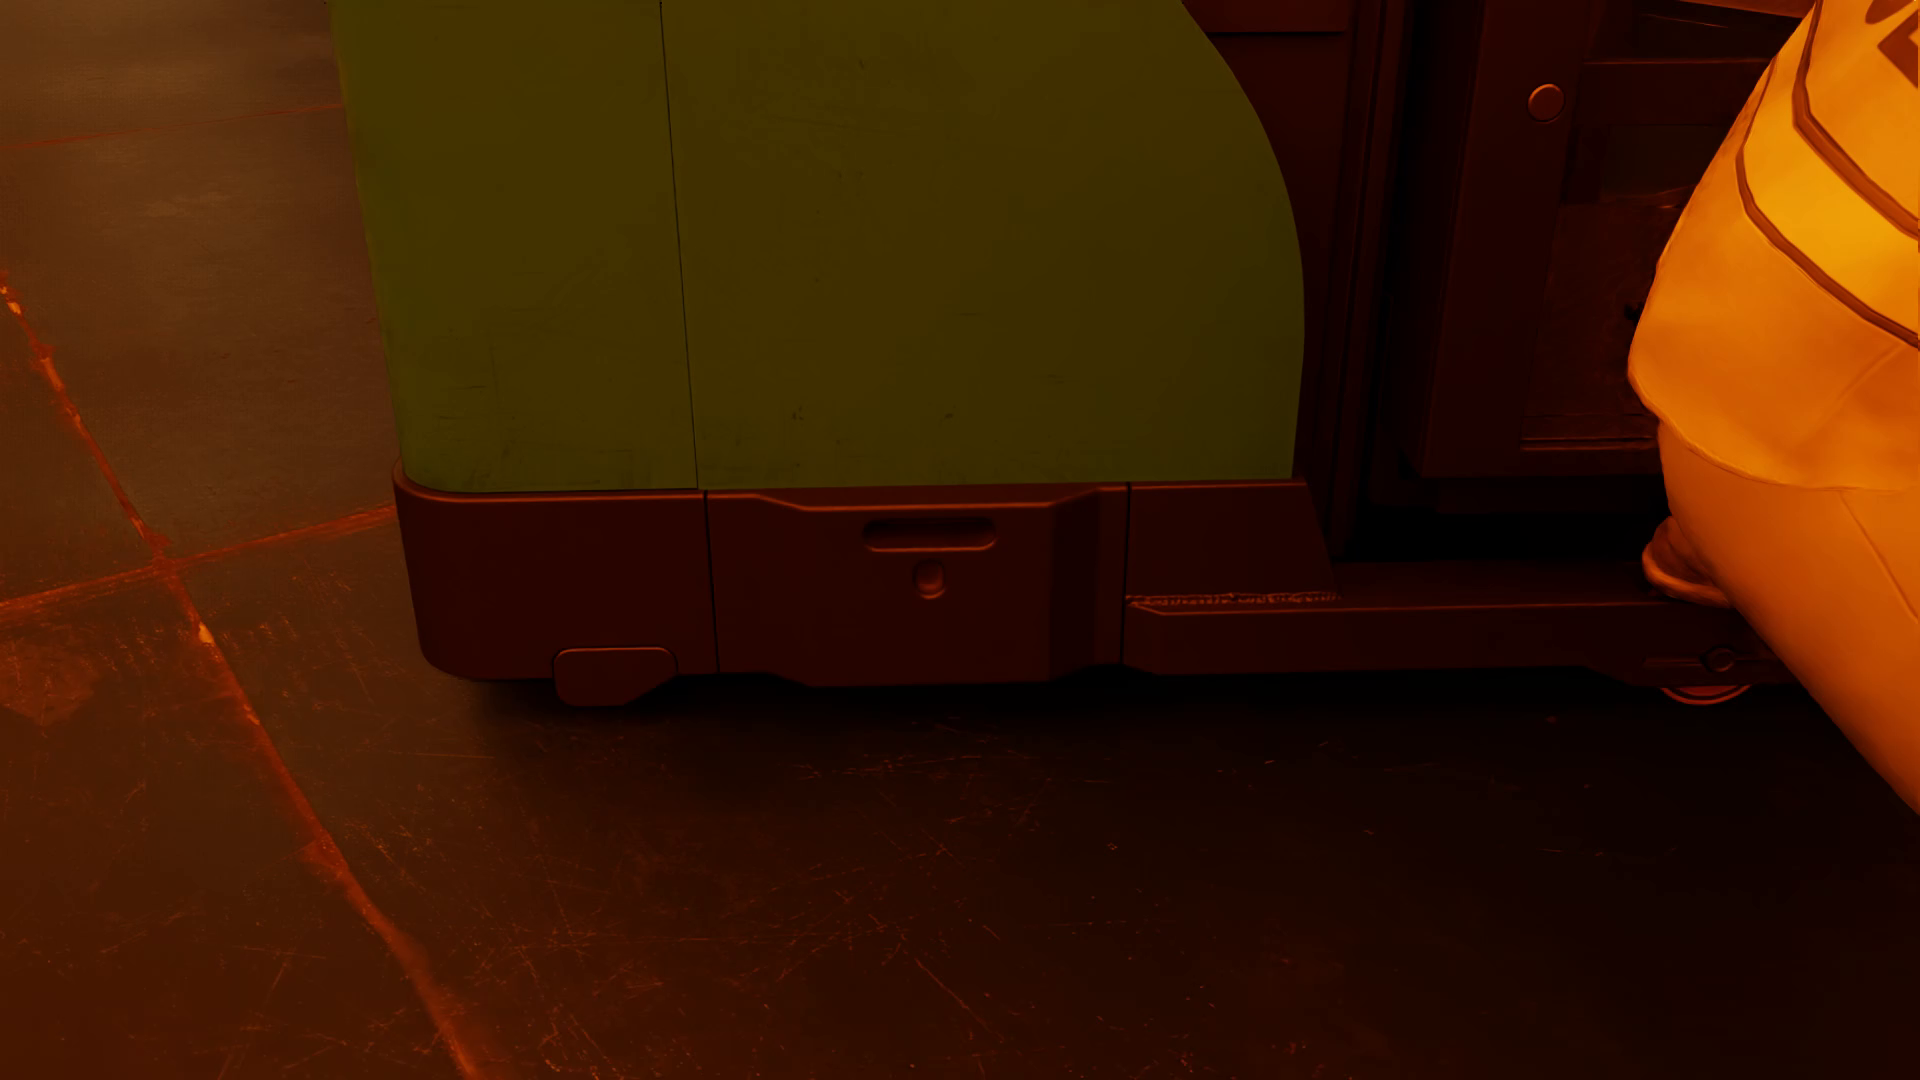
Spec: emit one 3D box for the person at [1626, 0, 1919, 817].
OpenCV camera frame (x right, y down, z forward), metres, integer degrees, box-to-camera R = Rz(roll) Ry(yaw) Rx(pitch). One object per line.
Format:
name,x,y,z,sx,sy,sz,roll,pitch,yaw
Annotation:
person,0.907,-0.131,1.173,0.808,1.461,1.317,14,30,26

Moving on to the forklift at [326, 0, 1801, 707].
forklift,0.818,-1.341,1.904,3.031,2.935,1.130,-1,27,-2
